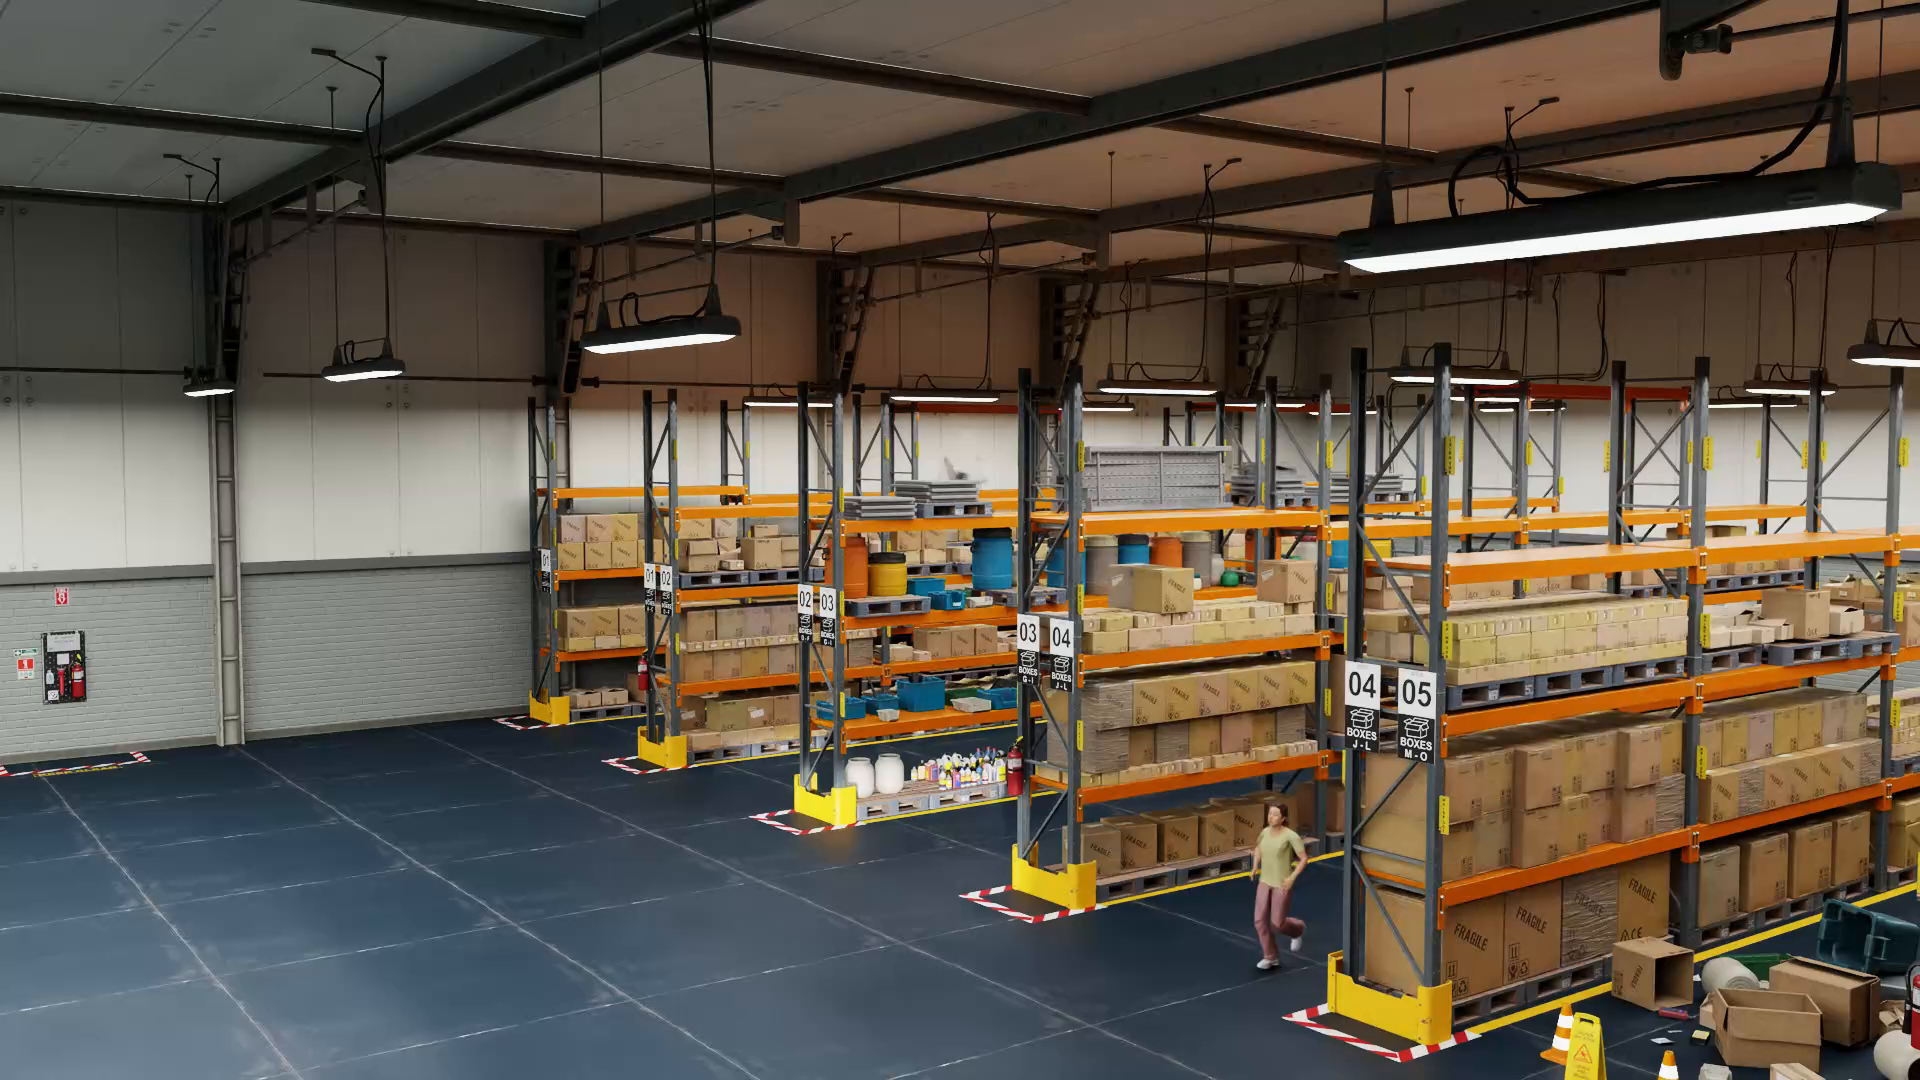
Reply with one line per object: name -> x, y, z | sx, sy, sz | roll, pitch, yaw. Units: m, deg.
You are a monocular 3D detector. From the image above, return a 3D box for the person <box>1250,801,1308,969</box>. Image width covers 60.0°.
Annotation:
person -> 3.145, 3.375, 16.395 | 0.608, 1.621, 0.667 | 3, 5, 45
